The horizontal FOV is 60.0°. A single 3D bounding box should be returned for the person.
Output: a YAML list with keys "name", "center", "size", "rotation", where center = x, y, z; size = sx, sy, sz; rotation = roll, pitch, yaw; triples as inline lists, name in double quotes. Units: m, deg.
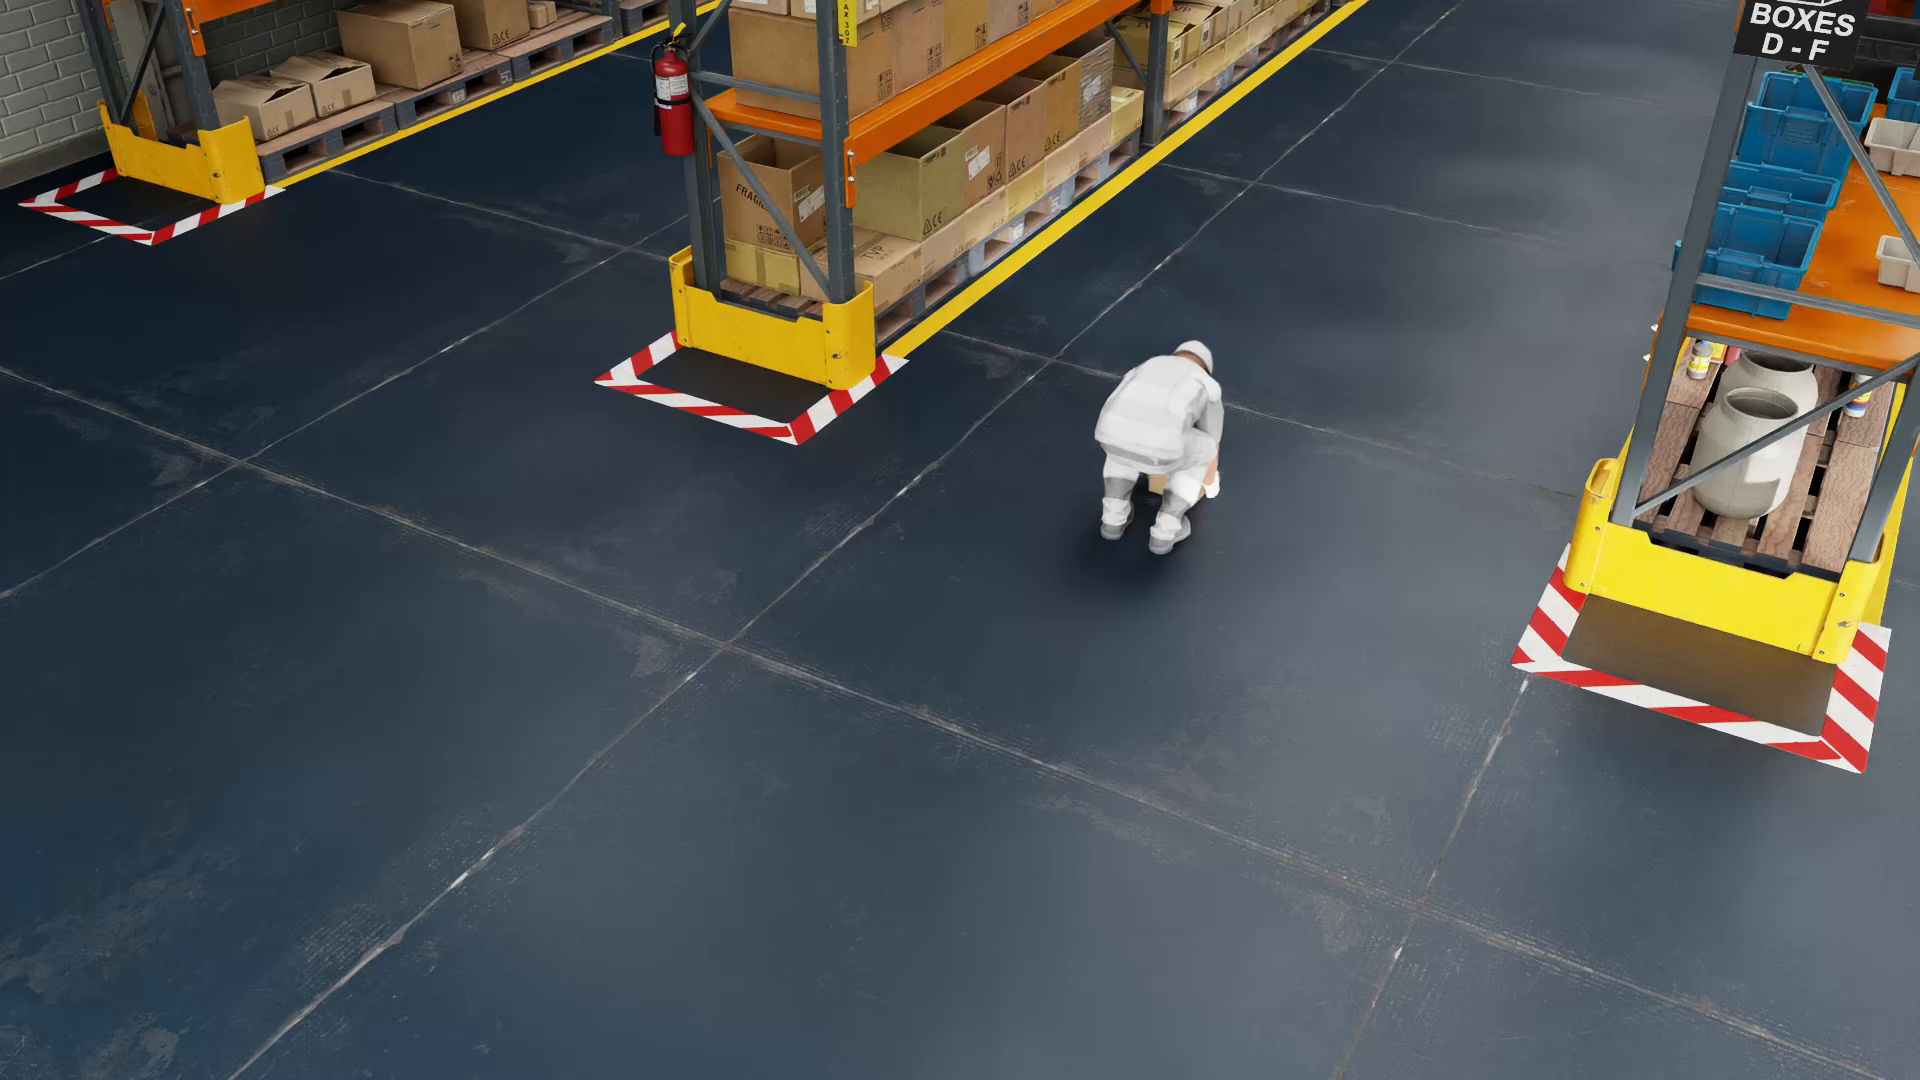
- name: "person"
  center: [0.935, -0.445, 7.680]
  size: [0.530, 0.842, 0.967]
  rotation: [17, 37, 23]
